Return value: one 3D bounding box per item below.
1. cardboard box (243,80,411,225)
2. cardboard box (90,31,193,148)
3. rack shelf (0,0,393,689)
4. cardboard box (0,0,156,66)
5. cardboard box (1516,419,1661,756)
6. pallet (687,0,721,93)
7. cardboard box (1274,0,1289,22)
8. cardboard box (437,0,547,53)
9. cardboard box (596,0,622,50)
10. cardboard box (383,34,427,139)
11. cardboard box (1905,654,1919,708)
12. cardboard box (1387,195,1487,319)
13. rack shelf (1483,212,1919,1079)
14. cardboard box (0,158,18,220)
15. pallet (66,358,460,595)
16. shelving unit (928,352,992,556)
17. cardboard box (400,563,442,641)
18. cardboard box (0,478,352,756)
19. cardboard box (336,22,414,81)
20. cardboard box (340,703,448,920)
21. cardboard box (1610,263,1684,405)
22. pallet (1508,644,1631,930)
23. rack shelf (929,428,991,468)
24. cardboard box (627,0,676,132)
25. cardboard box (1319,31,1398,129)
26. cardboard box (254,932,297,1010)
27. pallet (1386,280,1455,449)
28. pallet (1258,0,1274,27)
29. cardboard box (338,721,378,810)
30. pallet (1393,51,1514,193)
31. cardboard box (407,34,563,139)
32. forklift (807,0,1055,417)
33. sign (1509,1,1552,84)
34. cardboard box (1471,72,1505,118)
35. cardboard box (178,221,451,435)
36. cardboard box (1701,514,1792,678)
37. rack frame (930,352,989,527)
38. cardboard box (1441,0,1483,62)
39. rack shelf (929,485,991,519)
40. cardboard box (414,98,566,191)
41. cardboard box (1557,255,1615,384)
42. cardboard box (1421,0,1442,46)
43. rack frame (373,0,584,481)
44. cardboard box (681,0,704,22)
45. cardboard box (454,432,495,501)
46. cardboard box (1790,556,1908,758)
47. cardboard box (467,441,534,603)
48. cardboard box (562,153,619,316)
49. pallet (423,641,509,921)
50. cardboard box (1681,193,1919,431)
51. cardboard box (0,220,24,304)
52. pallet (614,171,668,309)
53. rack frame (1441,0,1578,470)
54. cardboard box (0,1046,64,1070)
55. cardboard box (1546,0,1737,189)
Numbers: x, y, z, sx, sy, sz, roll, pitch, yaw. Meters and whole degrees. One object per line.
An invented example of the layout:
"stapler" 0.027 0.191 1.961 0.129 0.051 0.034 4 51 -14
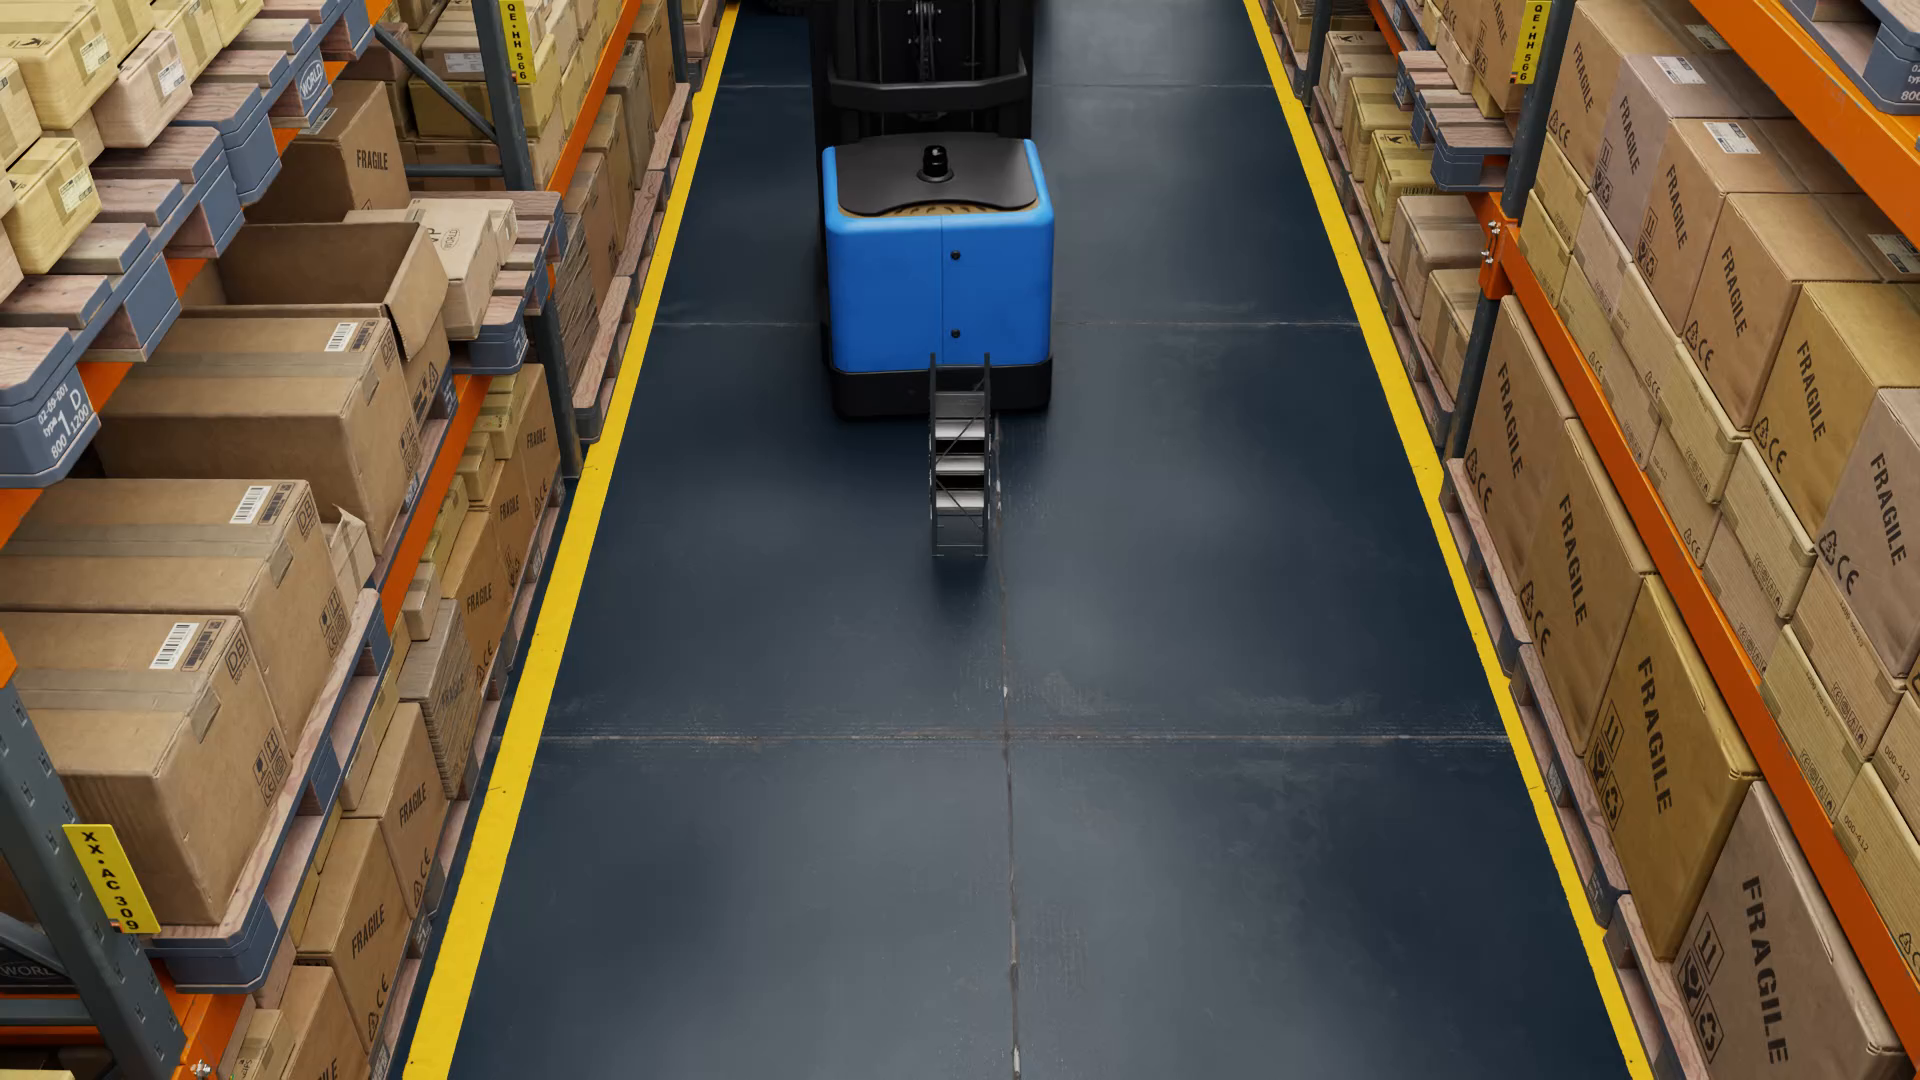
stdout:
"cardboard box" -2.393 -1.361 6.134 0.500 0.500 0.500 2 39 2
"cardboard box" -1.814 -0.920 3.386 0.380 0.149 0.250 0 39 1
"rack shelf" -2.235 -1.119 4.425 1.077 0.370 4.000 0 39 0
"cardboard box" -1.851 -1.044 3.302 0.380 0.149 0.250 -1 39 -1
"cardboard box" 2.641 0.169 6.004 0.875 0.875 0.875 0 39 1
"pallet" -2.201 -3.391 11.312 1.003 0.211 1.213 0 39 0
"cardboard box" 2.441 -3.781 11.432 0.500 0.250 0.500 -1 39 -1
"cardboard box" -1.945 -2.139 6.922 0.380 0.149 0.250 1 39 1
"cardboard box" -1.996 -2.660 8.291 0.500 0.250 0.500 1 39 1
"cardboard box" -2.516 -1.897 6.939 0.500 0.250 0.500 1 39 1
"cardboard box" 2.479 0.307 3.589 0.500 0.500 0.500 1 39 1
"cardboard box" 2.727 -1.439 8.413 0.950 0.372 0.625 -1 39 -1
"rack shelf" 2.728 0.045 5.370 1.077 0.370 4.000 0 39 0
"cardboard box" -1.795 -0.557 2.696 0.380 0.149 0.250 1 39 1
"pallet" -2.231 -0.189 5.241 1.003 0.211 1.213 0 39 0
"shelving unit" 0.000 -0.346 6.962 0.258 0.900 0.210 0 39 0
"cardboard box" -2.010 0.216 5.726 0.380 0.149 0.250 -2 39 -2
"cardboard box" -2.010 0.192 4.196 0.700 0.500 0.500 0 39 0
"cardboard box" -2.440 -1.976 6.718 0.380 0.149 0.250 1 39 1
"cardboard box" -2.015 0.885 5.410 0.500 0.500 0.500 -1 39 -1
"cardboard box" 2.467 -0.671 5.409 0.500 0.250 0.500 0 39 0
"pallet" 2.650 0.856 6.013 1.003 0.211 1.213 0 39 0
"rack shelf" 0.000 -0.390 6.927 0.258 0.077 0.200 0 39 0
"cardboard box" -2.230 -2.893 10.024 0.875 0.625 0.625 2 39 2
"cardboard box" 2.725 -2.798 10.108 0.950 0.372 0.625 0 39 1
"cardboard box" -2.045 1.182 4.521 0.380 0.149 0.250 -1 39 -1
"pallet" 2.727 -0.887 8.188 1.003 0.211 1.213 0 39 0
"pallet" 2.681 -4.084 12.178 1.003 0.211 1.213 0 39 0
"cardboard box" -2.033 0.694 5.130 0.380 0.149 0.250 0 39 0
"pallet" 2.619 -1.857 7.322 1.213 0.211 1.003 0 39 0
"cardboard box" -1.969 -1.895 6.936 0.500 0.250 0.500 0 39 0
"forklift" -0.208 -2.637 8.197 1.130 2.935 3.031 -3 39 -4
"sign" 2.184 -1.901 6.361 0.100 0.325 0.005 0 39 0
"cardboard box" 2.418 -1.924 7.118 0.380 0.149 0.250 1 39 1
"cardboard box" -2.051 -0.664 5.261 0.797 0.503 0.637 -1 39 -1
"cardboard box" 2.497 0.159 4.772 0.500 0.250 0.500 -1 39 -1
"rack frame" 0.000 -0.410 7.042 0.240 0.900 0.006 0 39 0
"cardboard box" 2.436 -2.412 7.208 0.500 0.500 0.500 -1 39 -1
"rack shelf" 0.000 -0.180 7.096 0.258 0.077 0.200 0 39 0
"cardboard box" -1.994 -1.699 7.092 0.500 0.250 0.500 0 39 0
"cardboard box" 2.493 -0.800 5.970 0.500 0.250 0.500 -1 39 -1
"cardboard box" 2.366 -2.412 7.726 0.380 0.149 0.250 1 39 1
"rack frame" -2.238 -1.480 6.698 1.000 3.000 0.127 0 39 0
"cardboard box" -1.934 -3.570 10.770 0.500 0.250 0.500 0 39 0
"cardboard box" -1.996 -0.278 6.342 0.380 0.149 0.250 -1 39 -2
"cardboard box" 2.479 0.291 4.209 0.500 0.250 0.500 1 39 1
"cardboard box" -2.032 -0.091 6.629 0.500 0.500 0.500 -1 39 -1
"cardboard box" -2.233 -1.516 8.306 0.875 0.625 0.625 1 39 1
"pallet" -2.276 0.836 6.038 1.003 0.211 1.213 0 39 0
"cardboard box" 2.475 -0.657 4.792 0.500 0.500 0.500 1 39 1
"cardboard box" -1.836 -0.441 2.789 0.380 0.149 0.250 1 39 1
"pallet" -2.198 -1.668 9.163 1.003 0.211 1.213 0 39 0
"rack frame" 2.726 -1.486 6.706 1.000 3.000 0.127 0 39 0
"cardboard box" -2.522 1.350 4.312 0.380 0.149 0.250 -1 39 -2
"cardboard box" 2.482 -1.607 5.977 0.500 0.500 0.500 -1 39 -2
